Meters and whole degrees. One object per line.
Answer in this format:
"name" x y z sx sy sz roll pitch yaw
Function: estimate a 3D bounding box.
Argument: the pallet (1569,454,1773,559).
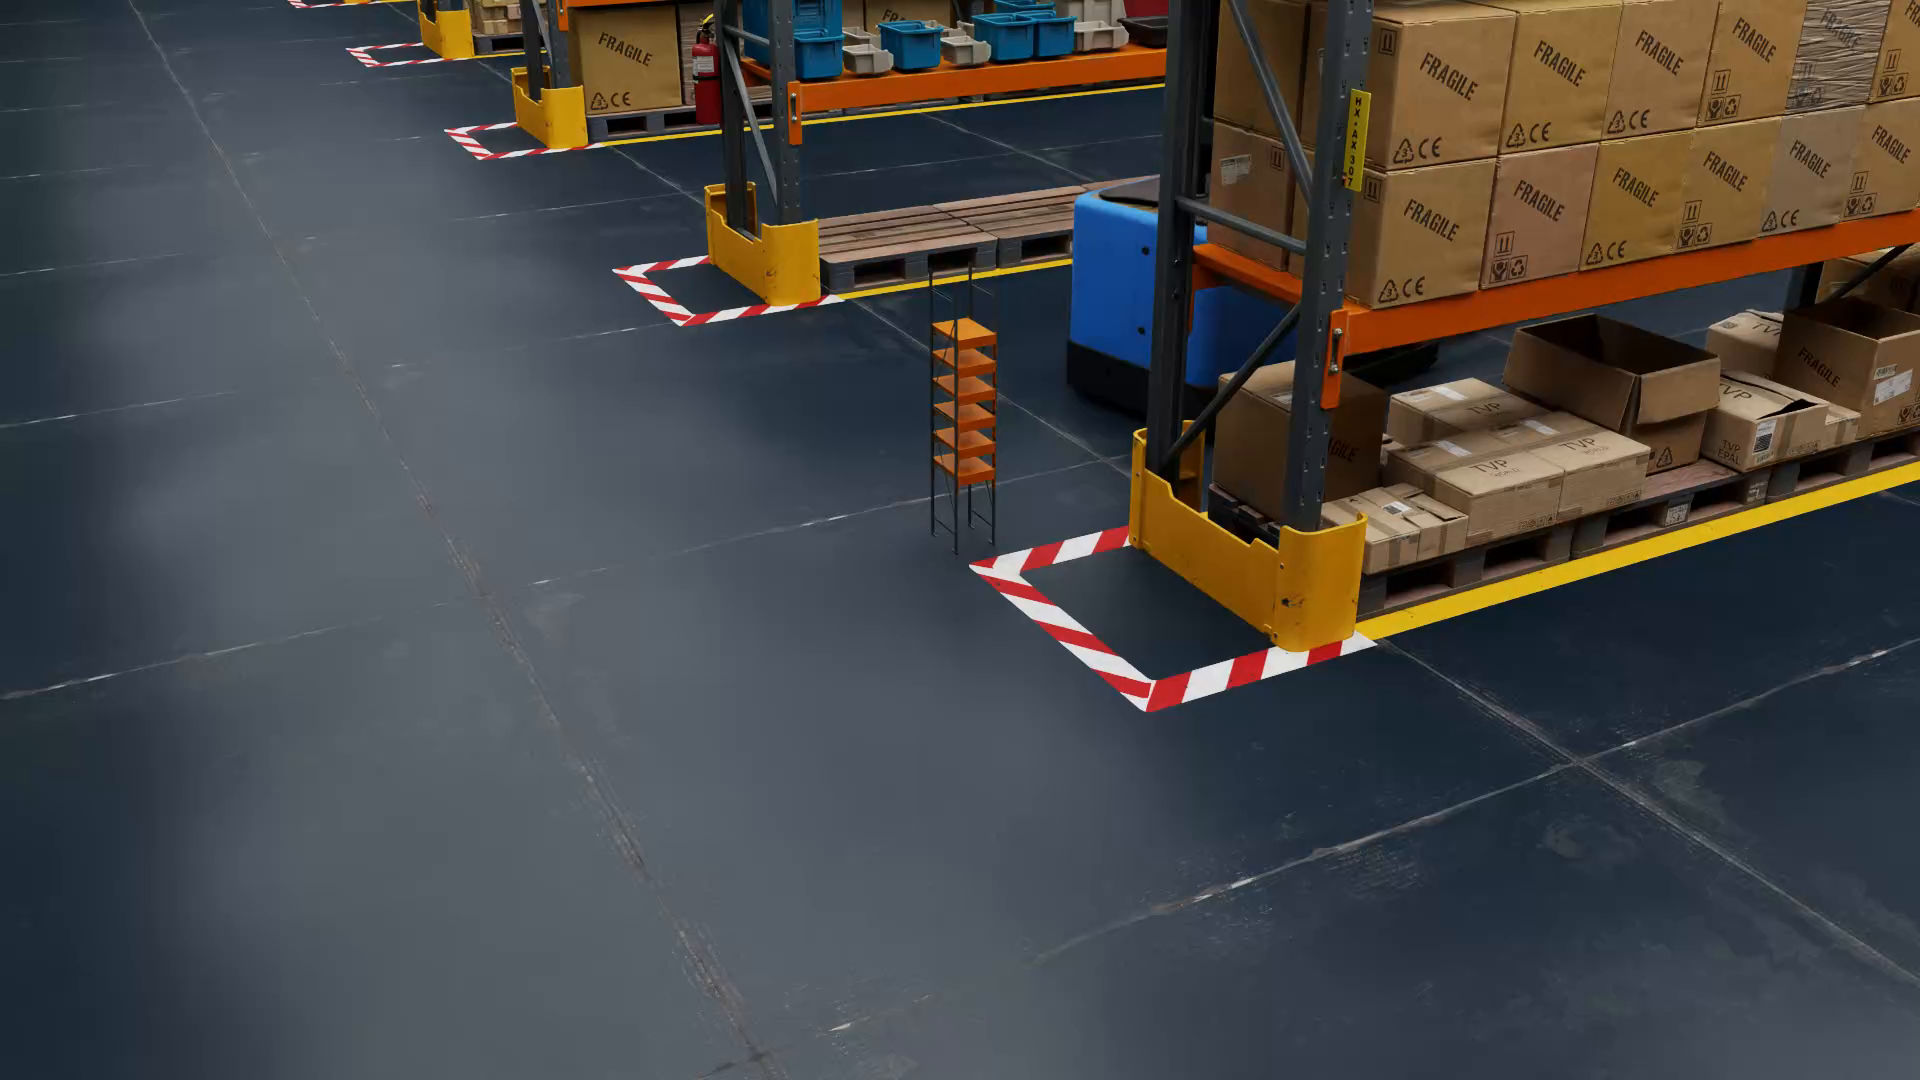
"pallet" 2.914 -0.323 7.679 1.213 0.211 1.003 -13 29 -25

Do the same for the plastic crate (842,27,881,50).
"plastic crate" -0.624 -3.191 10.666 0.243 0.136 0.396 -13 29 -25

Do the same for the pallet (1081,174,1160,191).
"pallet" 1.641 -2.441 12.089 1.213 0.211 1.003 -13 29 -25

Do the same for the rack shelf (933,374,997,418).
"rack shelf" 0.013 -0.612 6.964 0.180 0.103 0.258 -13 29 -25

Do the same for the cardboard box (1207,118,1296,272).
"cardboard box" 1.336 -1.395 6.575 0.500 0.500 0.500 -12 28 -24

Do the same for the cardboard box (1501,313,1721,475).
"cardboard box" 2.943 -0.658 7.531 0.637 0.503 0.797 -13 29 -25

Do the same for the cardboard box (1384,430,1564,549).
"cardboard box" 2.124 -0.218 6.907 0.500 0.250 0.500 -13 29 -25

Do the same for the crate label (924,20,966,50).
"crate label" -0.127 -3.311 10.915 0.243 0.136 0.396 -13 29 -25

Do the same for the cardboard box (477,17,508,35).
"cardboard box" -5.221 -5.743 18.554 0.250 0.149 0.380 -12 28 -24

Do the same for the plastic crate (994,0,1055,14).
"plastic crate" 0.433 -3.515 11.230 0.300 0.233 0.416 -13 29 -25

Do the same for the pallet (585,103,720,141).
"pallet" -2.920 -3.875 15.077 1.213 0.211 1.003 -13 29 -25

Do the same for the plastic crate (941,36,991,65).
"plastic crate" 0.035 -3.052 10.377 0.298 0.136 0.250 -13 29 -25

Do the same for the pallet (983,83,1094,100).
"pallet" 0.586 -4.683 16.759 1.213 0.211 1.003 -13 29 -25

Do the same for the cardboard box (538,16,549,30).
"cardboard box" -4.813 -5.880 18.841 0.250 0.149 0.380 -13 28 -25

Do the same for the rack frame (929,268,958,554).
"rack frame" -0.068 -0.525 6.958 0.006 1.200 0.240 -13 29 -25

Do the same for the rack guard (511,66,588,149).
"rack guard" -3.610 -3.807 14.603 0.348 0.500 1.175 -13 29 -25

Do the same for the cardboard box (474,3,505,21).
"cardboard box" -5.251 -5.901 18.540 0.250 0.149 0.380 -12 28 -23

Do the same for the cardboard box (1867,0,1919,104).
"cardboard box" 3.824 -2.158 7.009 0.500 0.500 0.500 -14 29 -26

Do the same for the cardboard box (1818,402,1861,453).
"cardboard box" 3.927 -0.559 7.735 0.250 0.149 0.380 -13 29 -25

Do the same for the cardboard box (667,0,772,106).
"cardboard box" -2.259 -4.517 15.162 0.875 0.875 0.875 -13 29 -25

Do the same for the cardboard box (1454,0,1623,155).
"cardboard box" 2.043 -1.750 6.158 0.500 0.500 0.500 -13 28 -25

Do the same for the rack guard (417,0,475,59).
"rack guard" -5.767 -5.743 18.633 0.348 0.500 1.175 -13 29 -25

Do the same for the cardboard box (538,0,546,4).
"cardboard box" -4.742 -6.108 18.627 0.250 0.149 0.380 -13 29 -25

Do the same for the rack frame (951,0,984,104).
"rack frame" -0.060 -5.754 15.769 0.127 3.000 1.000 -13 29 -25

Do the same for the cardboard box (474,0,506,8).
"cardboard box" -5.212 -6.003 18.409 0.250 0.149 0.380 -14 29 -27

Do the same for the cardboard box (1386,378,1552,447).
"cardboard box" 2.285 -0.501 7.496 0.500 0.250 0.500 -13 29 -25

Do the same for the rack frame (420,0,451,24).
"rack frame" -5.834 -6.854 18.060 0.127 3.000 1.000 -13 29 -25

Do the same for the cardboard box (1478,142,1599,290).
"cardboard box" 2.038 -1.297 6.370 0.500 0.500 0.500 -13 29 -26

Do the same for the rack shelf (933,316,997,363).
"rack shelf" 0.013 -0.828 6.860 0.180 0.103 0.258 -13 29 -25

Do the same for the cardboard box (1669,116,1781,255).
"cardboard box" 2.924 -1.499 6.792 0.500 0.500 0.500 -13 28 -24

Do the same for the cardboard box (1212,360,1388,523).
"cardboard box" 1.433 -0.431 7.063 0.500 0.500 0.500 -13 29 -25

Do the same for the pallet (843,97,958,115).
"pallet" -0.767 -4.372 16.112 1.213 0.211 1.003 -13 29 -25

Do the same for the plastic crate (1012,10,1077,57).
"plastic crate" 0.541 -3.253 10.684 0.300 0.233 0.416 -13 29 -25

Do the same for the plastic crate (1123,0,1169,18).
"plastic crate" 1.365 -3.832 11.623 0.583 0.464 0.402 -13 29 -25

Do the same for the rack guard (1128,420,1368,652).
"rack guard" 1.136 -0.044 6.764 0.348 0.500 1.175 -13 29 -25

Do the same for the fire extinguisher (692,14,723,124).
"fire extinguisher" -1.605 -2.987 10.527 0.183 0.674 0.296 -13 29 -25

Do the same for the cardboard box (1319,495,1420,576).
"cardboard box" 1.600 -0.022 6.616 0.250 0.149 0.380 -13 29 -25

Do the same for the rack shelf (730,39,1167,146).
"rack shelf" 0.506 -3.131 11.136 4.000 0.370 1.077 -13 29 -25

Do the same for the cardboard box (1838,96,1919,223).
"cardboard box" 3.824 -1.710 7.229 0.500 0.500 0.500 -12 28 -24

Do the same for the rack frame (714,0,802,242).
"rack frame" -1.258 -3.048 10.132 0.127 3.000 1.000 -13 29 -25

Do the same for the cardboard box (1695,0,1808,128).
"cardboard box" 2.934 -1.954 6.583 0.500 0.500 0.500 -13 29 -26

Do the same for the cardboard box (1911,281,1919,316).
"cardboard box" 5.140 -1.047 8.344 0.500 0.500 0.500 -14 29 -27

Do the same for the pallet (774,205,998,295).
"pallet" -0.512 -1.944 11.054 1.213 0.211 1.003 -13 29 -25

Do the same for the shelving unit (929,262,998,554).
"shelving unit" 0.013 -0.544 6.996 0.189 1.200 0.258 -13 29 -25

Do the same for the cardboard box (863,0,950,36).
"cardboard box" -0.680 -4.881 15.921 0.875 0.875 0.875 -13 29 -25

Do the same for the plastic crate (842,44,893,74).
"plastic crate" -0.564 -2.914 10.089 0.298 0.136 0.250 -13 29 -25

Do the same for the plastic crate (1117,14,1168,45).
"plastic crate" 1.410 -3.435 11.187 0.590 0.125 0.437 -13 29 -25

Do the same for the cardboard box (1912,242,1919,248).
"cardboard box" 5.339 -1.349 8.973 0.500 0.500 0.500 -13 29 -25

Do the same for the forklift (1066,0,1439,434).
"forklift" 2.013 -2.356 8.770 3.031 2.935 1.130 -20 32 -36

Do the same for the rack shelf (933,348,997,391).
"rack shelf" 0.013 -0.720 6.912 0.180 0.103 0.258 -13 29 -25

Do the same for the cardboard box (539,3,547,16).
"cardboard box" -4.808 -6.019 18.785 0.250 0.149 0.380 -13 28 -24
